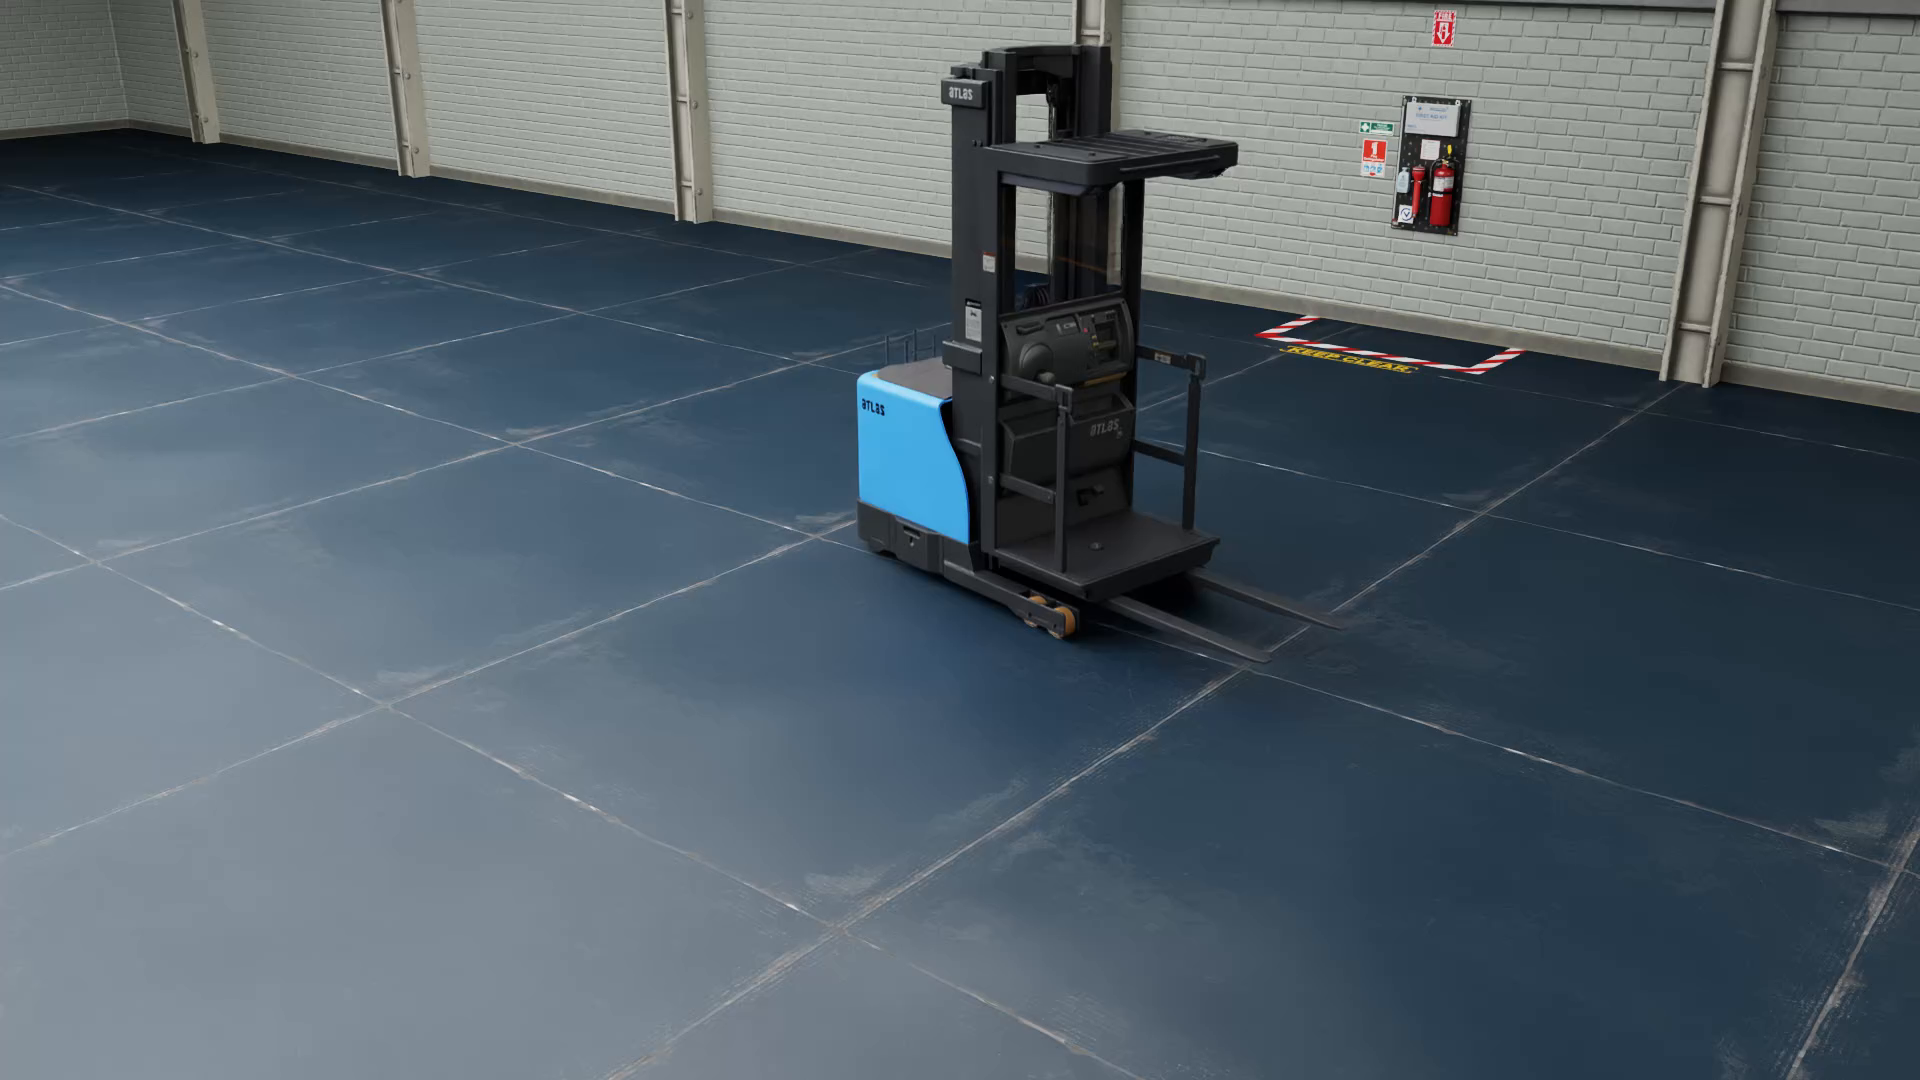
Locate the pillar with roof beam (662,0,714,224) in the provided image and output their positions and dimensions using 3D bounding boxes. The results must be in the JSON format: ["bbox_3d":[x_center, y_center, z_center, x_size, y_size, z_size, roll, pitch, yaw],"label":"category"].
[{"bbox_3d":[-6.030,-7.024,16.041,0.400,9.000,9.100,16,26,36],"label":"pillar with roof beam"}]

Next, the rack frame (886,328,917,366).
[{"bbox_3d":[-0.357,-0.710,10.349,0.240,1.200,0.006,-17,26,-38],"label":"rack frame"}]

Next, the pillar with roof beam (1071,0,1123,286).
[{"bbox_3d":[-1.382,-5.685,12.492,0.400,9.000,9.100,16,26,36],"label":"pillar with roof beam"}]

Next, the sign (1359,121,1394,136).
[{"bbox_3d":[3.733,-3.691,14.904,0.331,0.109,0.001,16,26,36],"label":"sign"}]

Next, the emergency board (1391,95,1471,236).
[{"bbox_3d":[4.098,-3.278,14.611,0.643,1.169,0.194,16,26,36],"label":"emergency board"}]

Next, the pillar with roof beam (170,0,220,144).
[{"bbox_3d":[-15.327,-9.701,23.141,0.400,9.000,9.100,16,26,36],"label":"pillar with roof beam"}]

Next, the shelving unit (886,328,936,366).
[{"bbox_3d":[-0.297,-0.685,10.284,0.258,1.200,0.189,-17,26,-38],"label":"shelving unit"}]

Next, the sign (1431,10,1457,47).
[{"bbox_3d":[4.155,-4.392,14.279,0.199,0.298,0.001,16,26,36],"label":"sign"}]

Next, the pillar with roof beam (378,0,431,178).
[{"bbox_3d":[-10.678,-8.363,19.591,0.400,9.000,9.100,16,26,36],"label":"pillar with roof beam"}]

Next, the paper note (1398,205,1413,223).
[{"bbox_3d":[4.005,-2.925,14.921,0.142,0.148,0.016,16,26,36],"label":"paper note"}]

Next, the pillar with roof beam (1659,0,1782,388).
[{"bbox_3d":[3.267,-4.347,8.942,0.400,9.000,9.100,16,26,36],"label":"pillar with roof beam"}]

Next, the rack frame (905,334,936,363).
[{"bbox_3d":[-0.237,-0.661,10.220,0.240,1.200,0.006,-17,26,-38],"label":"rack frame"}]

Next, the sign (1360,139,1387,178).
[{"bbox_3d":[3.735,-3.447,15.006,0.234,0.329,0.001,16,26,36],"label":"sign"}]

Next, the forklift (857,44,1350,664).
[{"bbox_3d":[0.726,-1.054,8.809,1.130,2.935,3.031,-17,26,-38],"label":"forklift"}]
